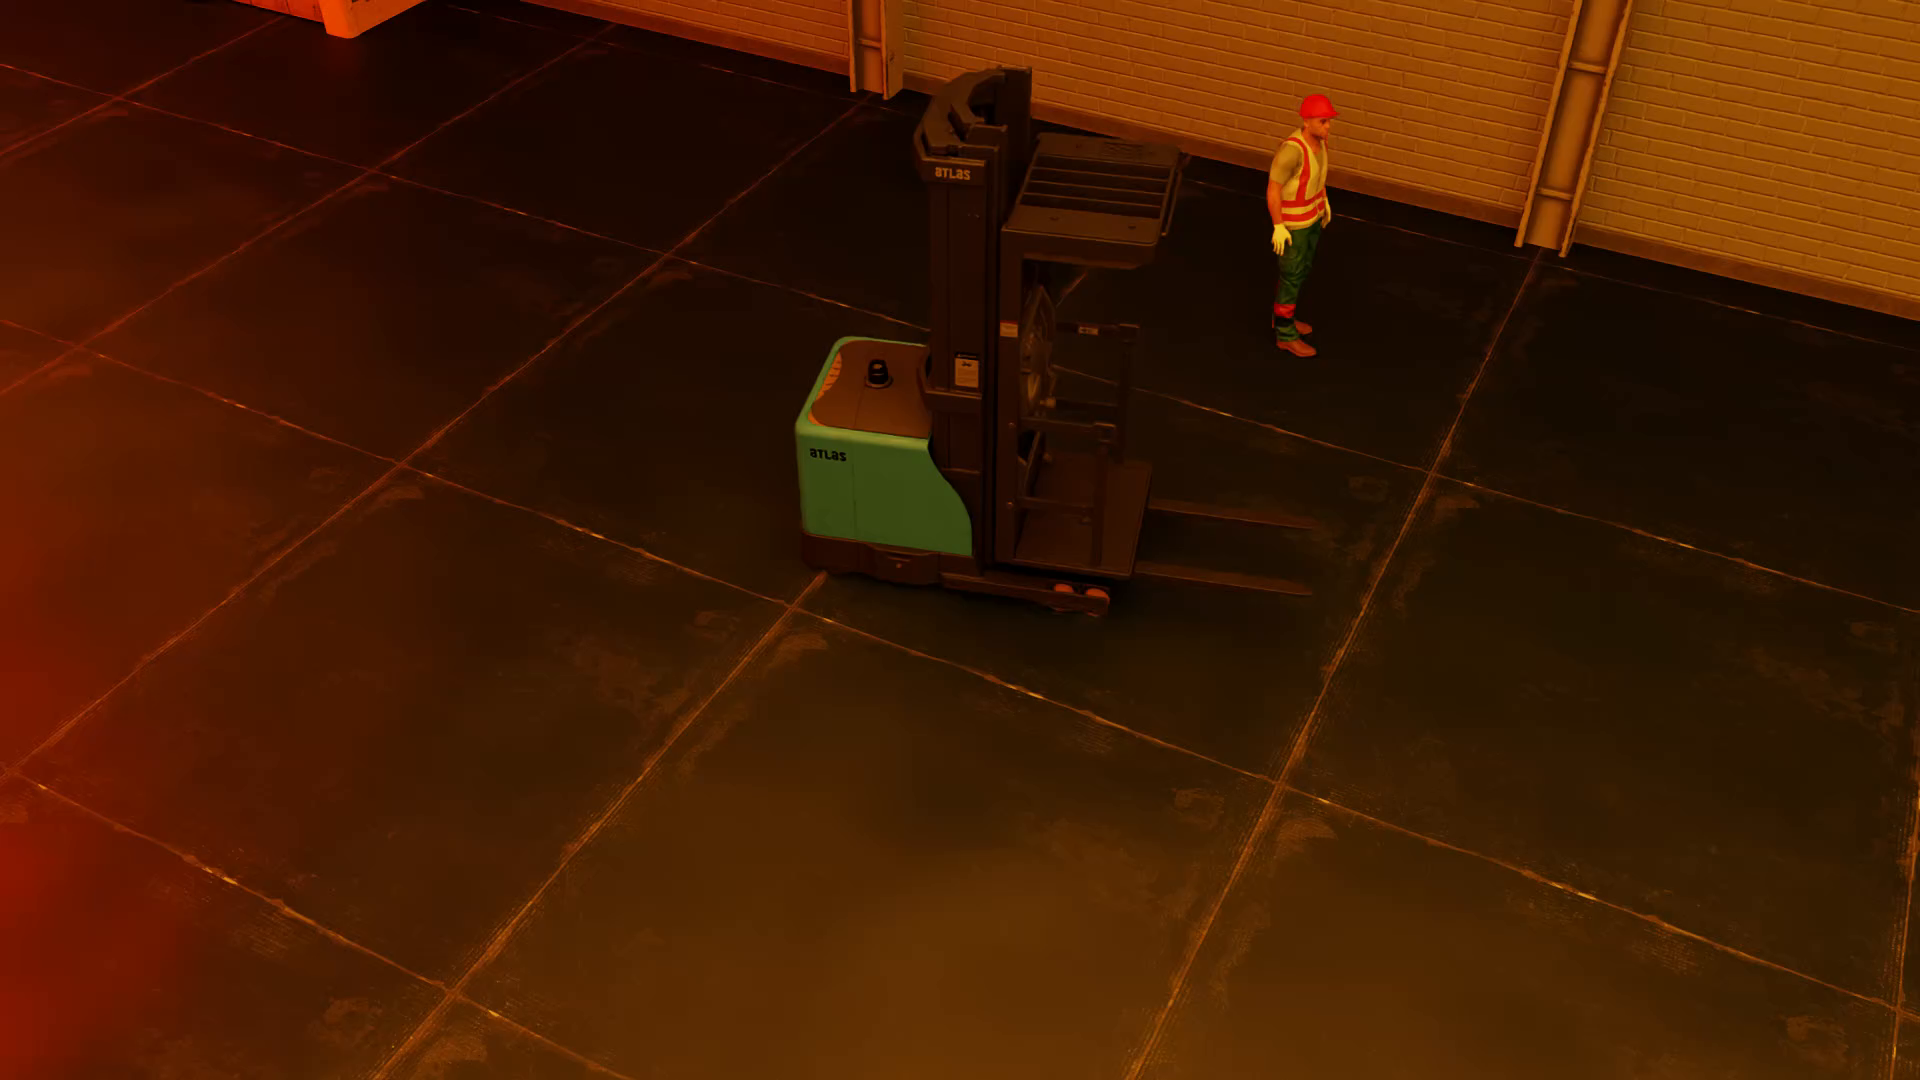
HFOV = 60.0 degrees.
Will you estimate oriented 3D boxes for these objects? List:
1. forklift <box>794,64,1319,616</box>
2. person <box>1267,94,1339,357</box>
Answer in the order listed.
[{"bbox_3d":[0.617,-1.050,9.233,3.031,2.935,1.130,8,41,9],"label":"forklift"},{"bbox_3d":[2.406,-2.172,11.455,0.546,1.788,0.695,25,46,26],"label":"person"}]
